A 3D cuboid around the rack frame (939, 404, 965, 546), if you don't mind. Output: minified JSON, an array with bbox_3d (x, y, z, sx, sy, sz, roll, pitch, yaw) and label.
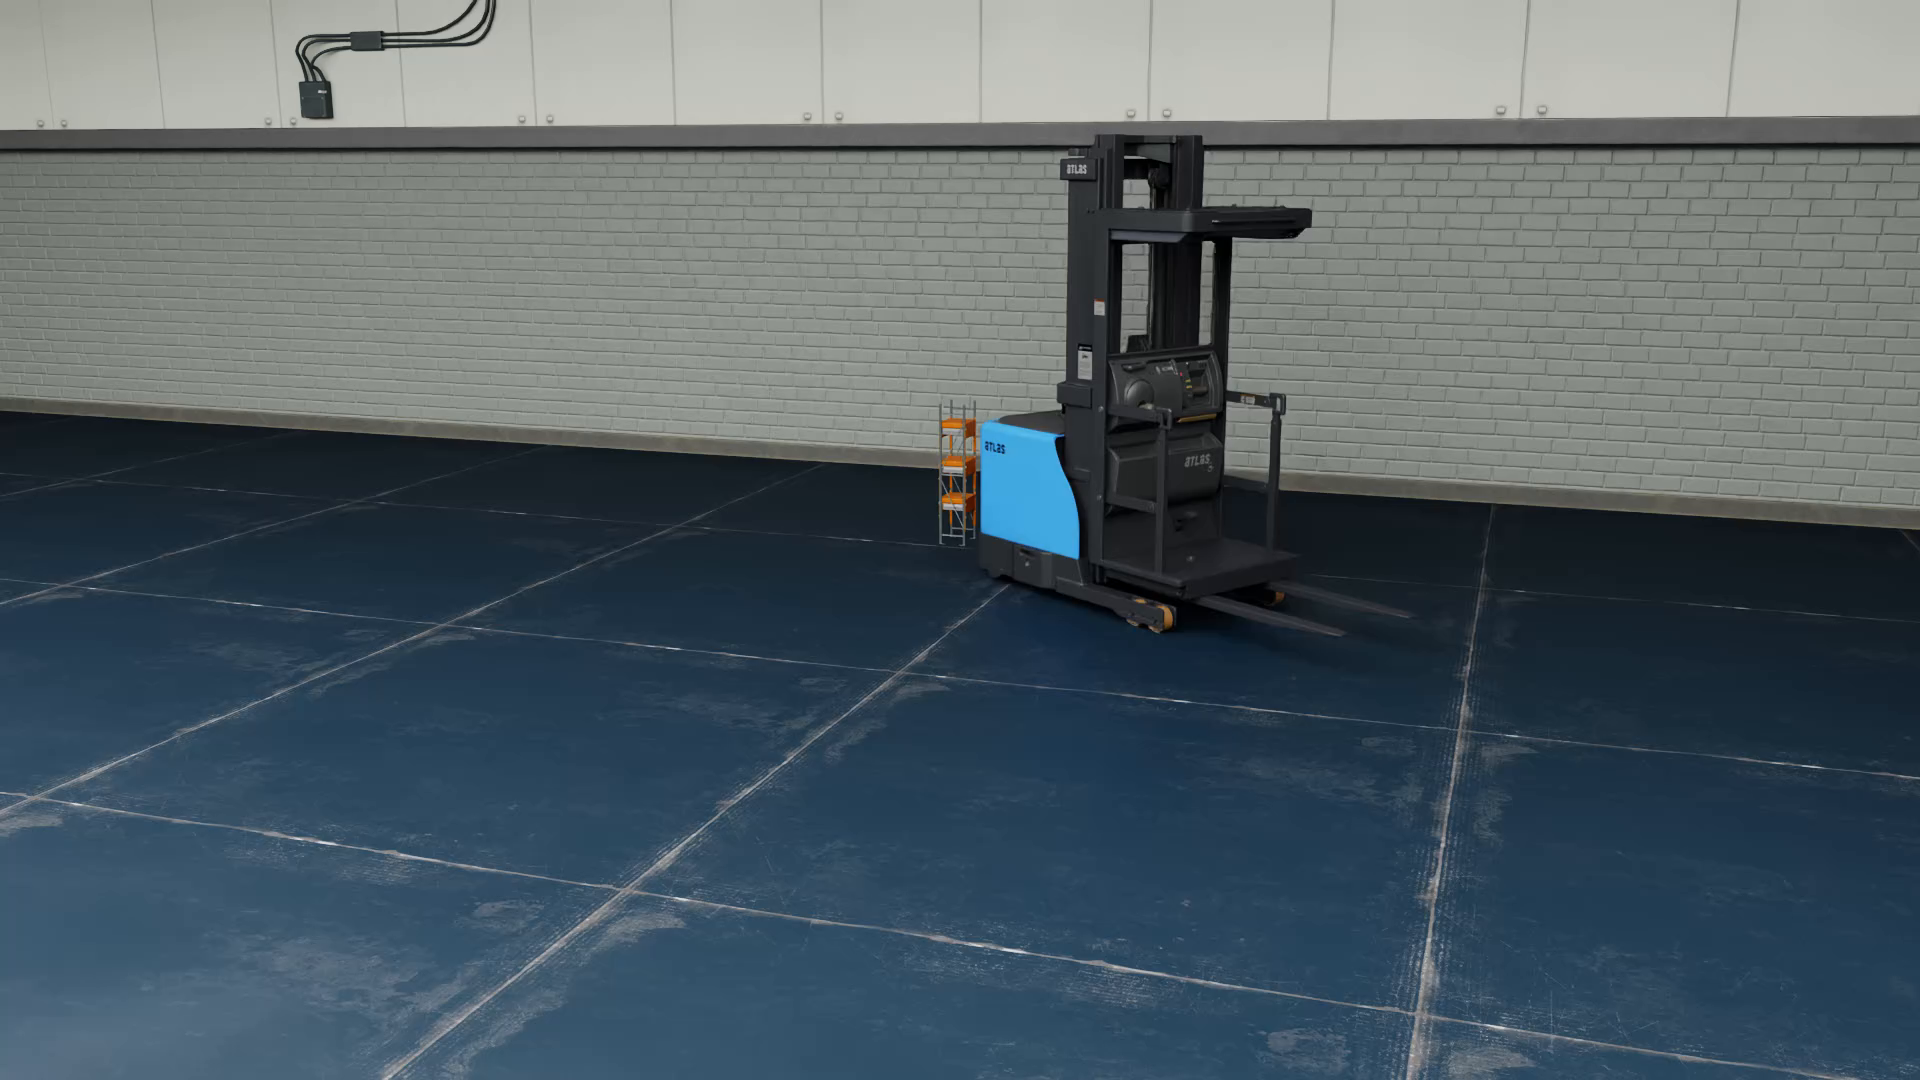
[{"bbox_3d":[-0.057,-0.475,12.209,0.200,1.050,0.008,4,14,18],"label":"rack frame"}]

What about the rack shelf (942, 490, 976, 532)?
[{"bbox_3d":[-0.017,-0.219,12.386,0.215,0.259,0.240,4,14,18],"label":"rack shelf"}]

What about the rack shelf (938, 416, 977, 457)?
[{"bbox_3d":[-0.017,-0.767,12.261,0.215,0.259,0.240,4,14,18],"label":"rack shelf"}]

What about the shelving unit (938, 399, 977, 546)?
[{"bbox_3d":[-0.017,-0.501,12.322,0.215,1.050,0.252,4,14,18],"label":"shelving unit"}]

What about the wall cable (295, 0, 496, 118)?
[{"bbox_3d":[-5.518,-7.098,15.719,2.305,6.003,0.169,4,14,18],"label":"wall cable"}]

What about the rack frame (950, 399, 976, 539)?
[{"bbox_3d":[0.022,-0.526,12.434,0.200,1.050,0.008,4,14,18],"label":"rack frame"}]

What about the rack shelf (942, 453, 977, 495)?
[{"bbox_3d":[-0.017,-0.490,12.324,0.215,0.259,0.240,4,14,18],"label":"rack shelf"}]

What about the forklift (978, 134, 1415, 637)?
[{"bbox_3d":[1.428,-0.993,10.254,1.130,2.935,3.031,-10,16,-37],"label":"forklift"}]
